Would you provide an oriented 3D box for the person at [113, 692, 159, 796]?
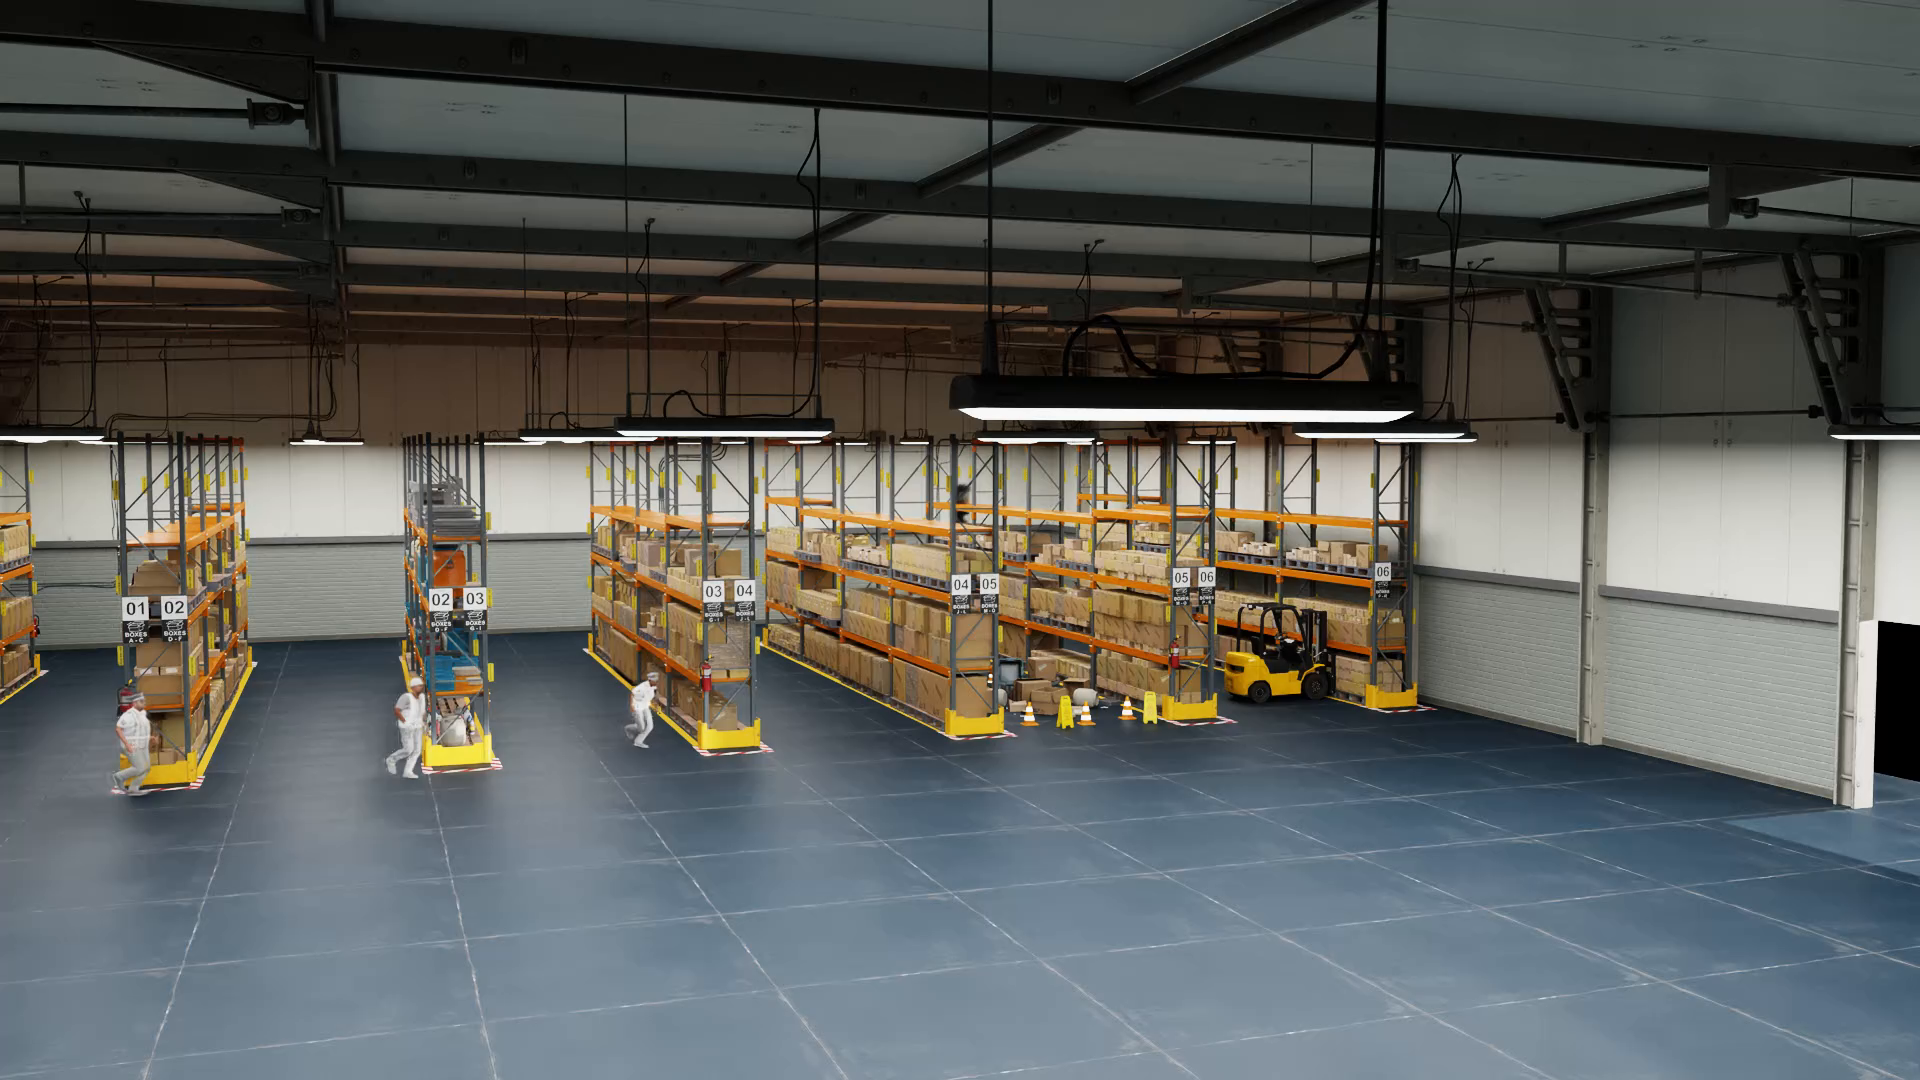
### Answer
[{"bbox_3d":[-13.496,3.348,27.254,0.592,1.714,0.660,0,3,9],"label":"person"}]

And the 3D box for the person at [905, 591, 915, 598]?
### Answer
[{"bbox_3d":[-1.474,2.070,46.013,0.582,1.661,0.845,-2,4,-38],"label":"person"}]

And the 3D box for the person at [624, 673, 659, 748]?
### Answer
[{"bbox_3d":[-6.095,3.247,31.730,0.897,1.462,0.585,2,4,35],"label":"person"}]

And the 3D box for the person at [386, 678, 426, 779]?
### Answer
[{"bbox_3d":[-9.605,3.259,28.942,0.657,1.727,0.694,2,4,26],"label":"person"}]
